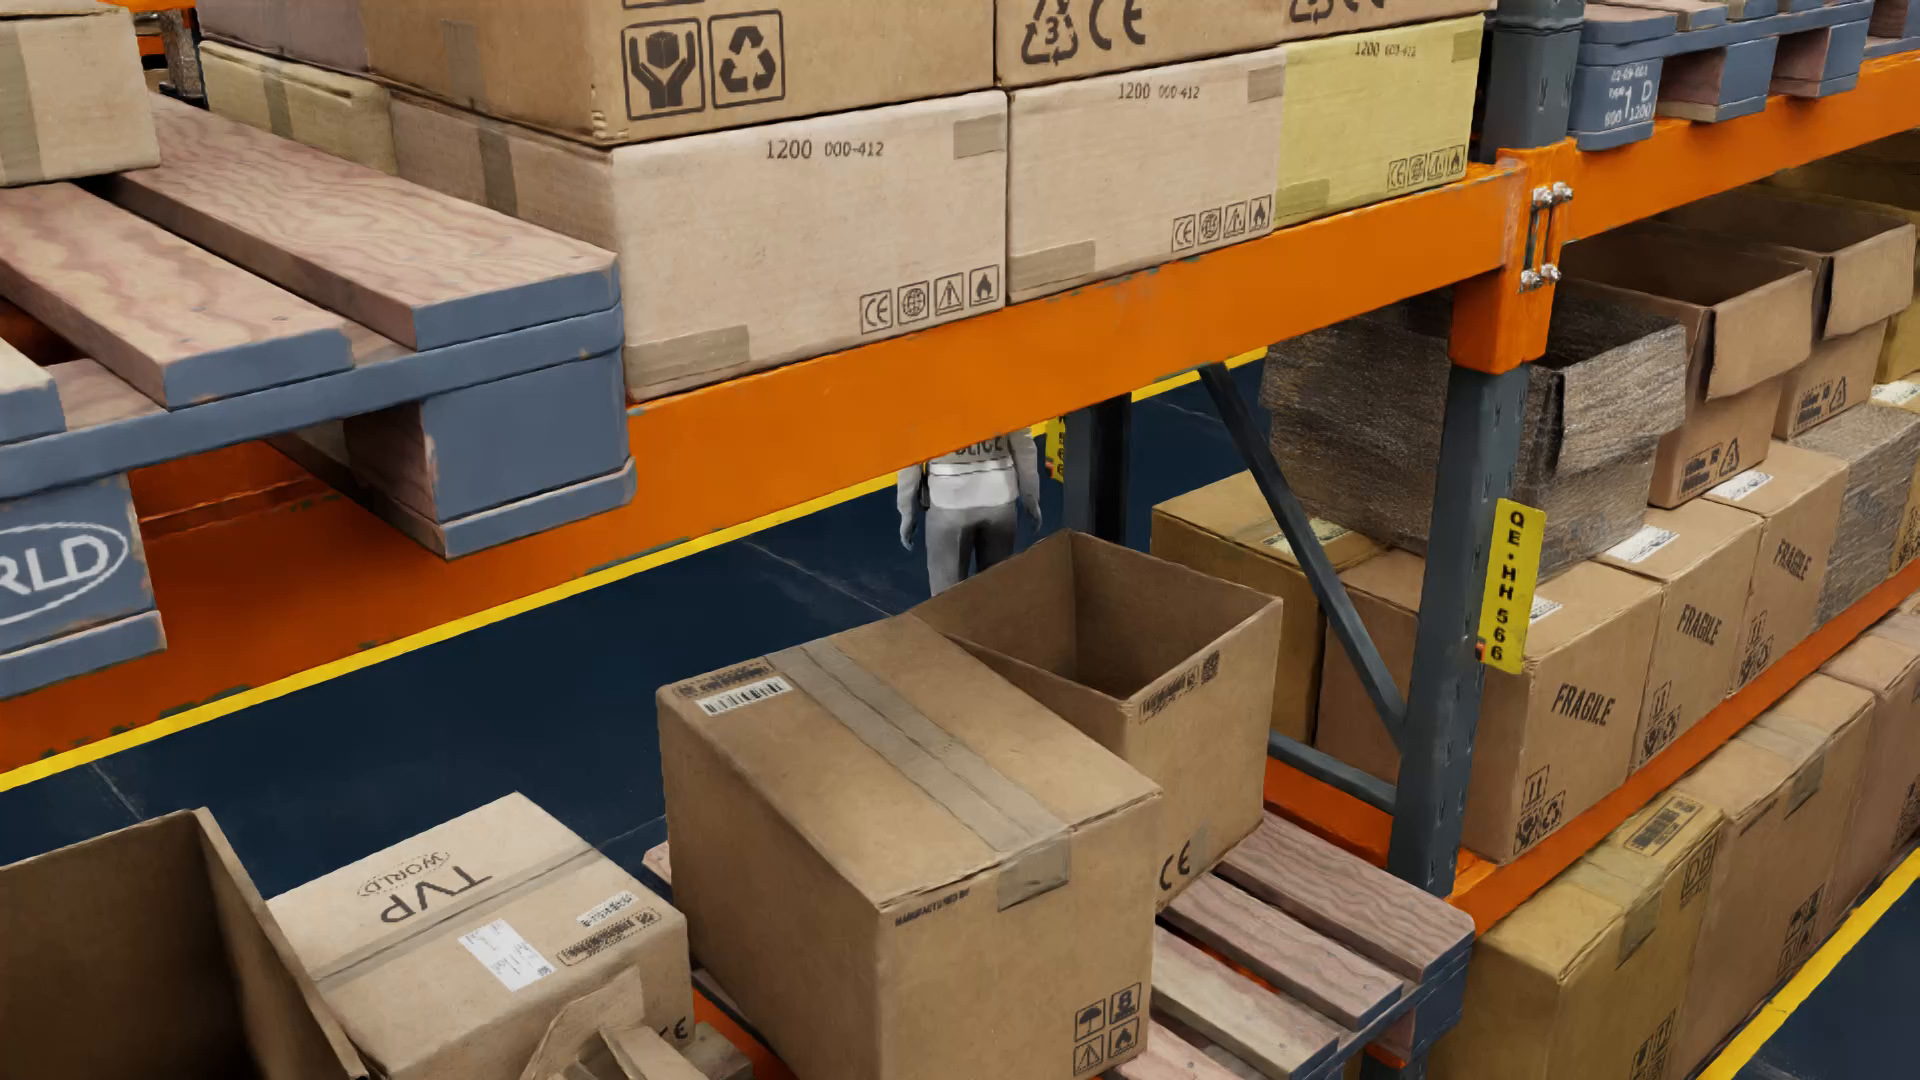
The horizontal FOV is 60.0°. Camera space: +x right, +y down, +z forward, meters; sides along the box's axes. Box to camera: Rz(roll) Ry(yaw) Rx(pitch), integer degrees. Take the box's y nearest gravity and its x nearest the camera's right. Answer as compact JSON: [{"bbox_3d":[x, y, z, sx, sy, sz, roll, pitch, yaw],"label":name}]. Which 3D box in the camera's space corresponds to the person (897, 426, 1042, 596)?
[{"bbox_3d":[0.032,-0.131,6.321,0.569,1.673,0.535,-7,25,-15],"label":"person"}]
